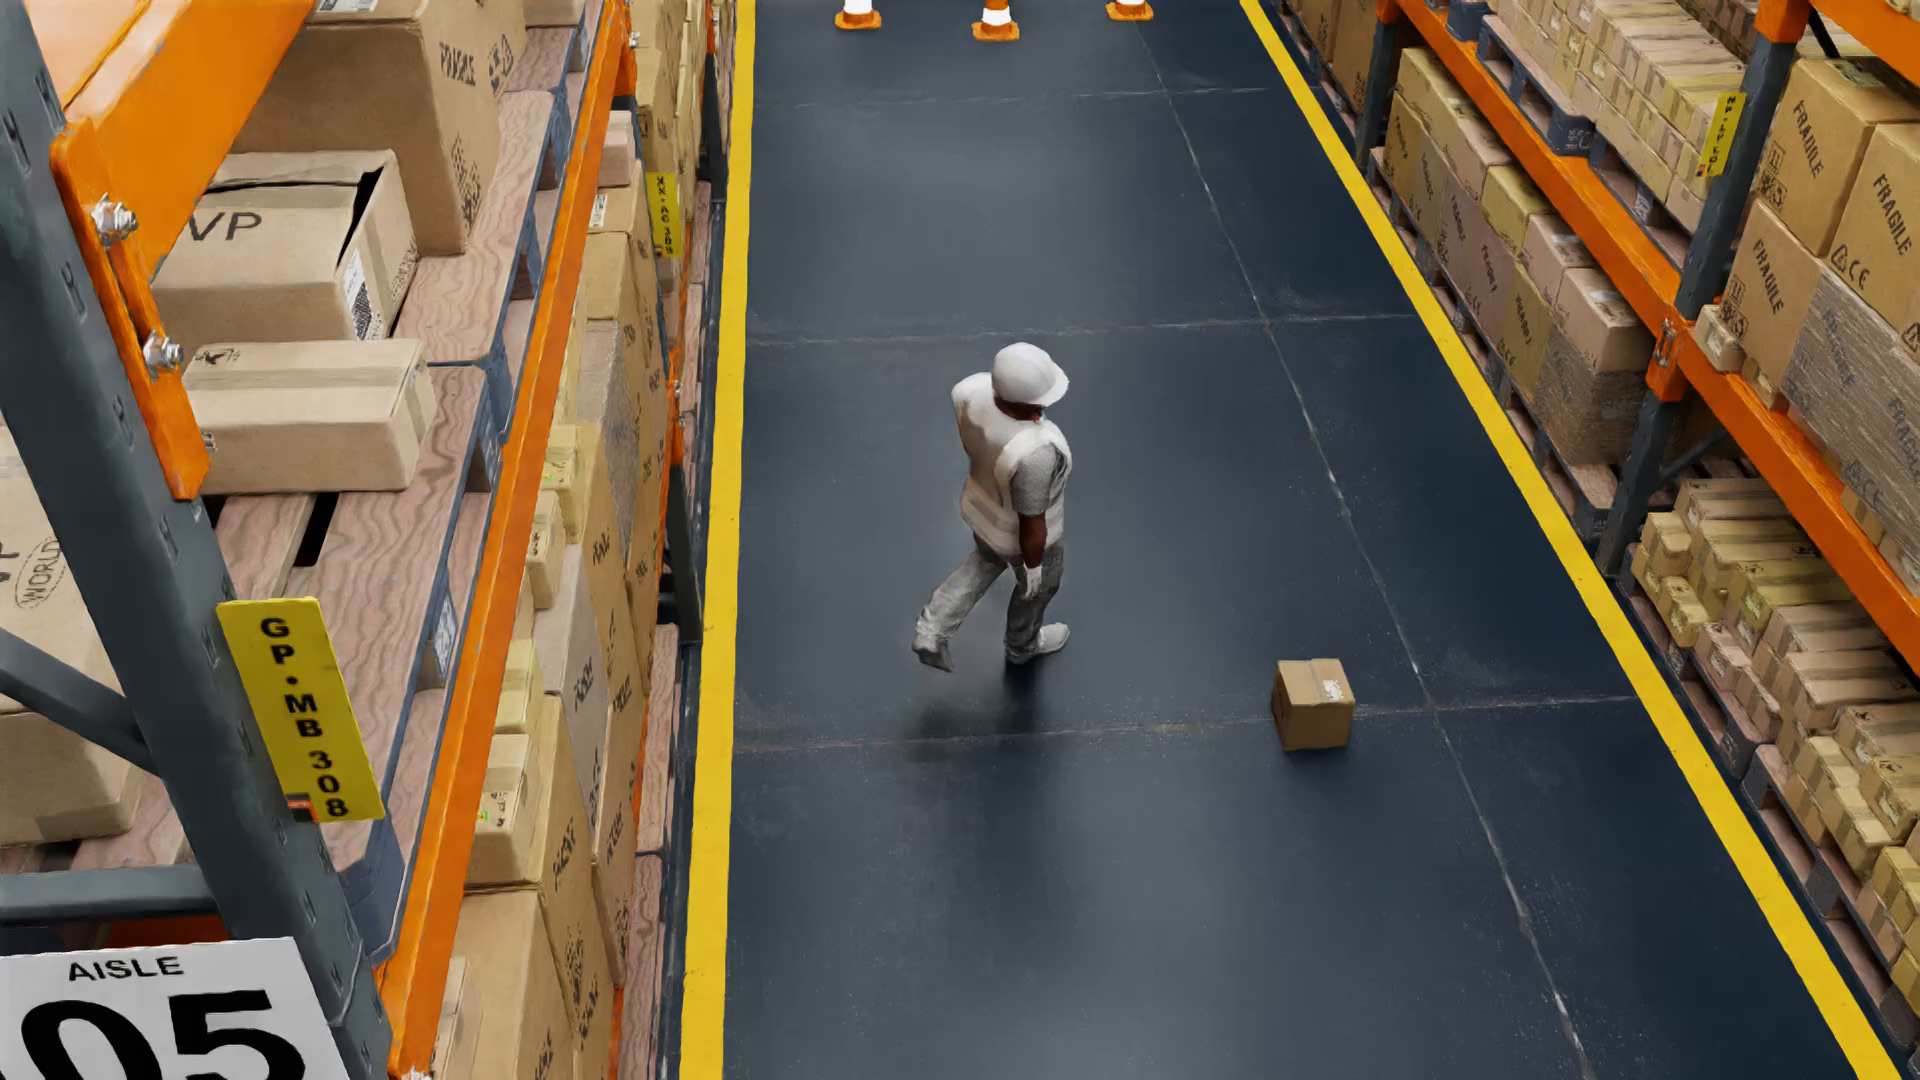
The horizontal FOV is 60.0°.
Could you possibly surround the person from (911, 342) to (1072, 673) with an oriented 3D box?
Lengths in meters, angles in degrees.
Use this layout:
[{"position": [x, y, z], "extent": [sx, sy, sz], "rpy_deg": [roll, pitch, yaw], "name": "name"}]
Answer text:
[{"position": [0.198, -0.078, 6.275], "extent": [0.775, 1.731, 0.618], "rpy_deg": [-22, 44, -25], "name": "person"}]
